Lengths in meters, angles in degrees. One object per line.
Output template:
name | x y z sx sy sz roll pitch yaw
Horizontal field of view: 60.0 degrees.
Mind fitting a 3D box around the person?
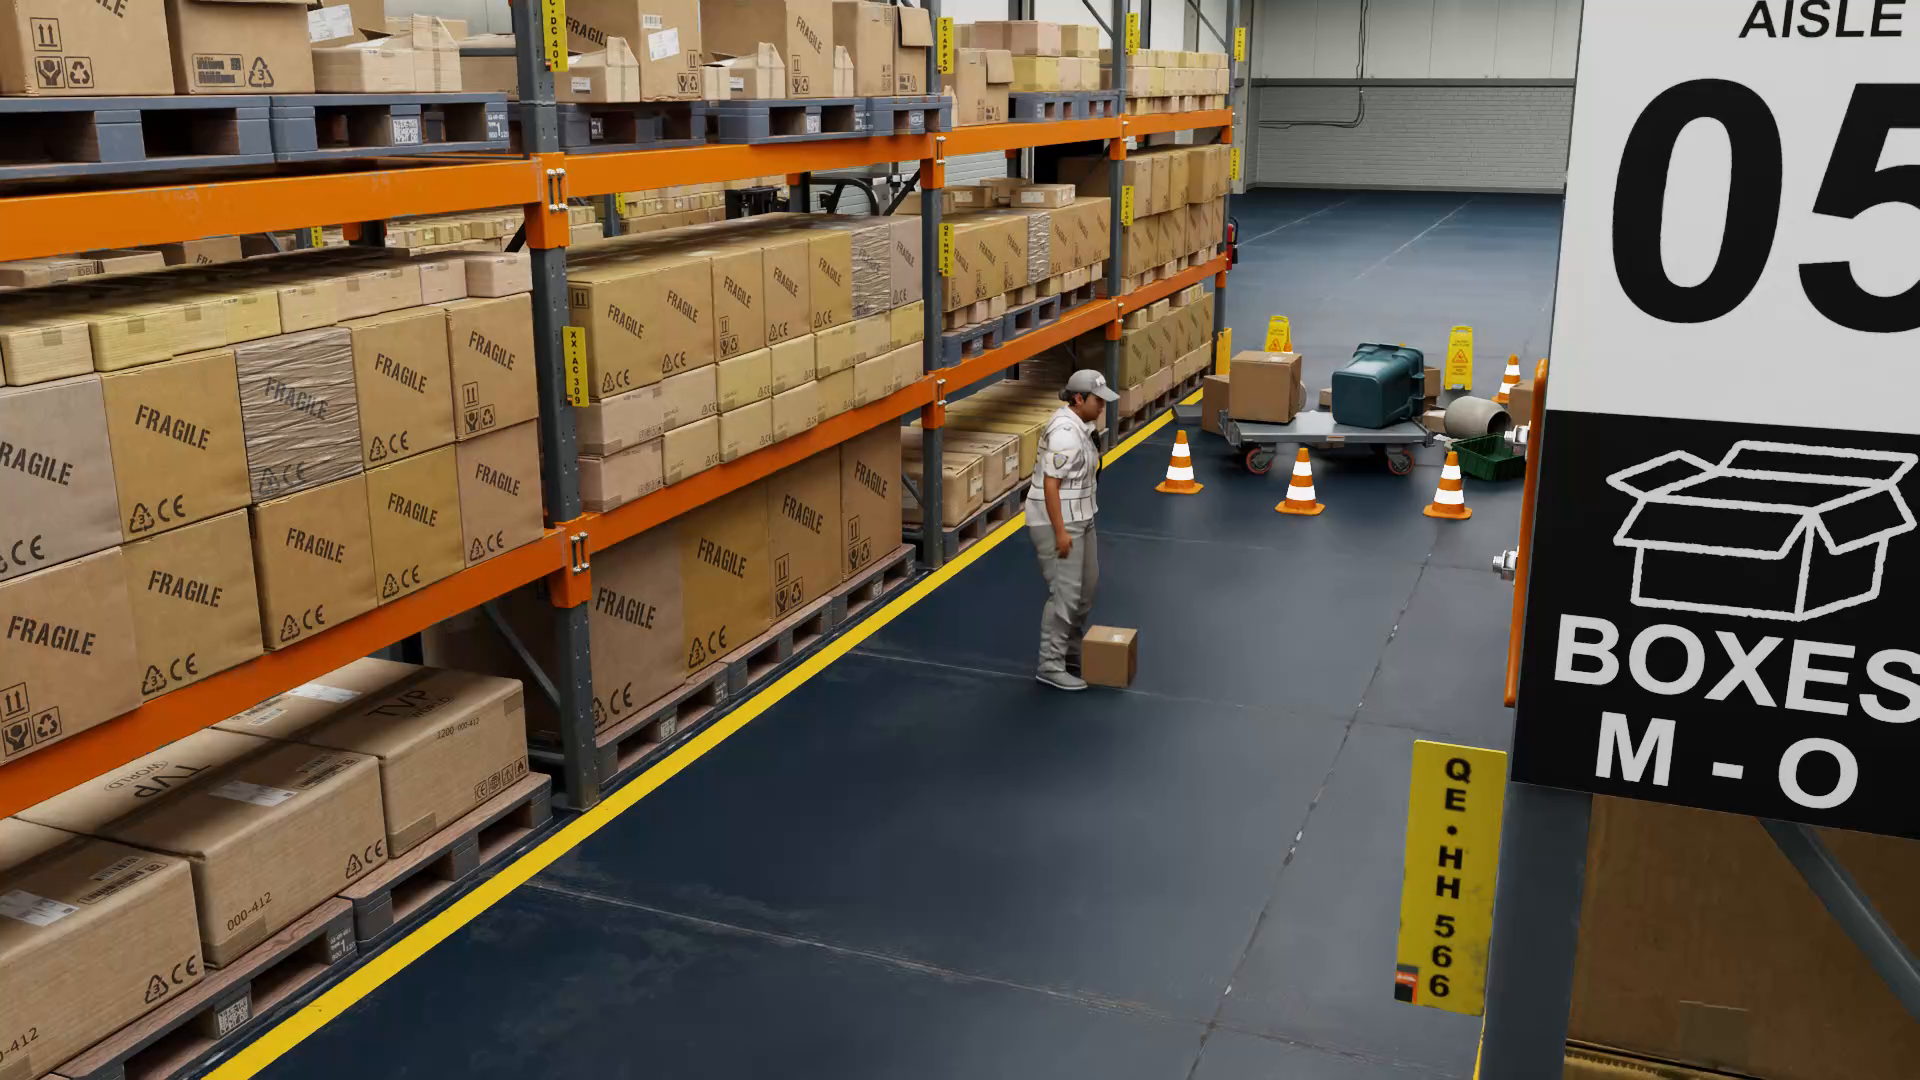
person | 0.591 -0.077 8.790 0.470 1.664 0.549 5 16 18
